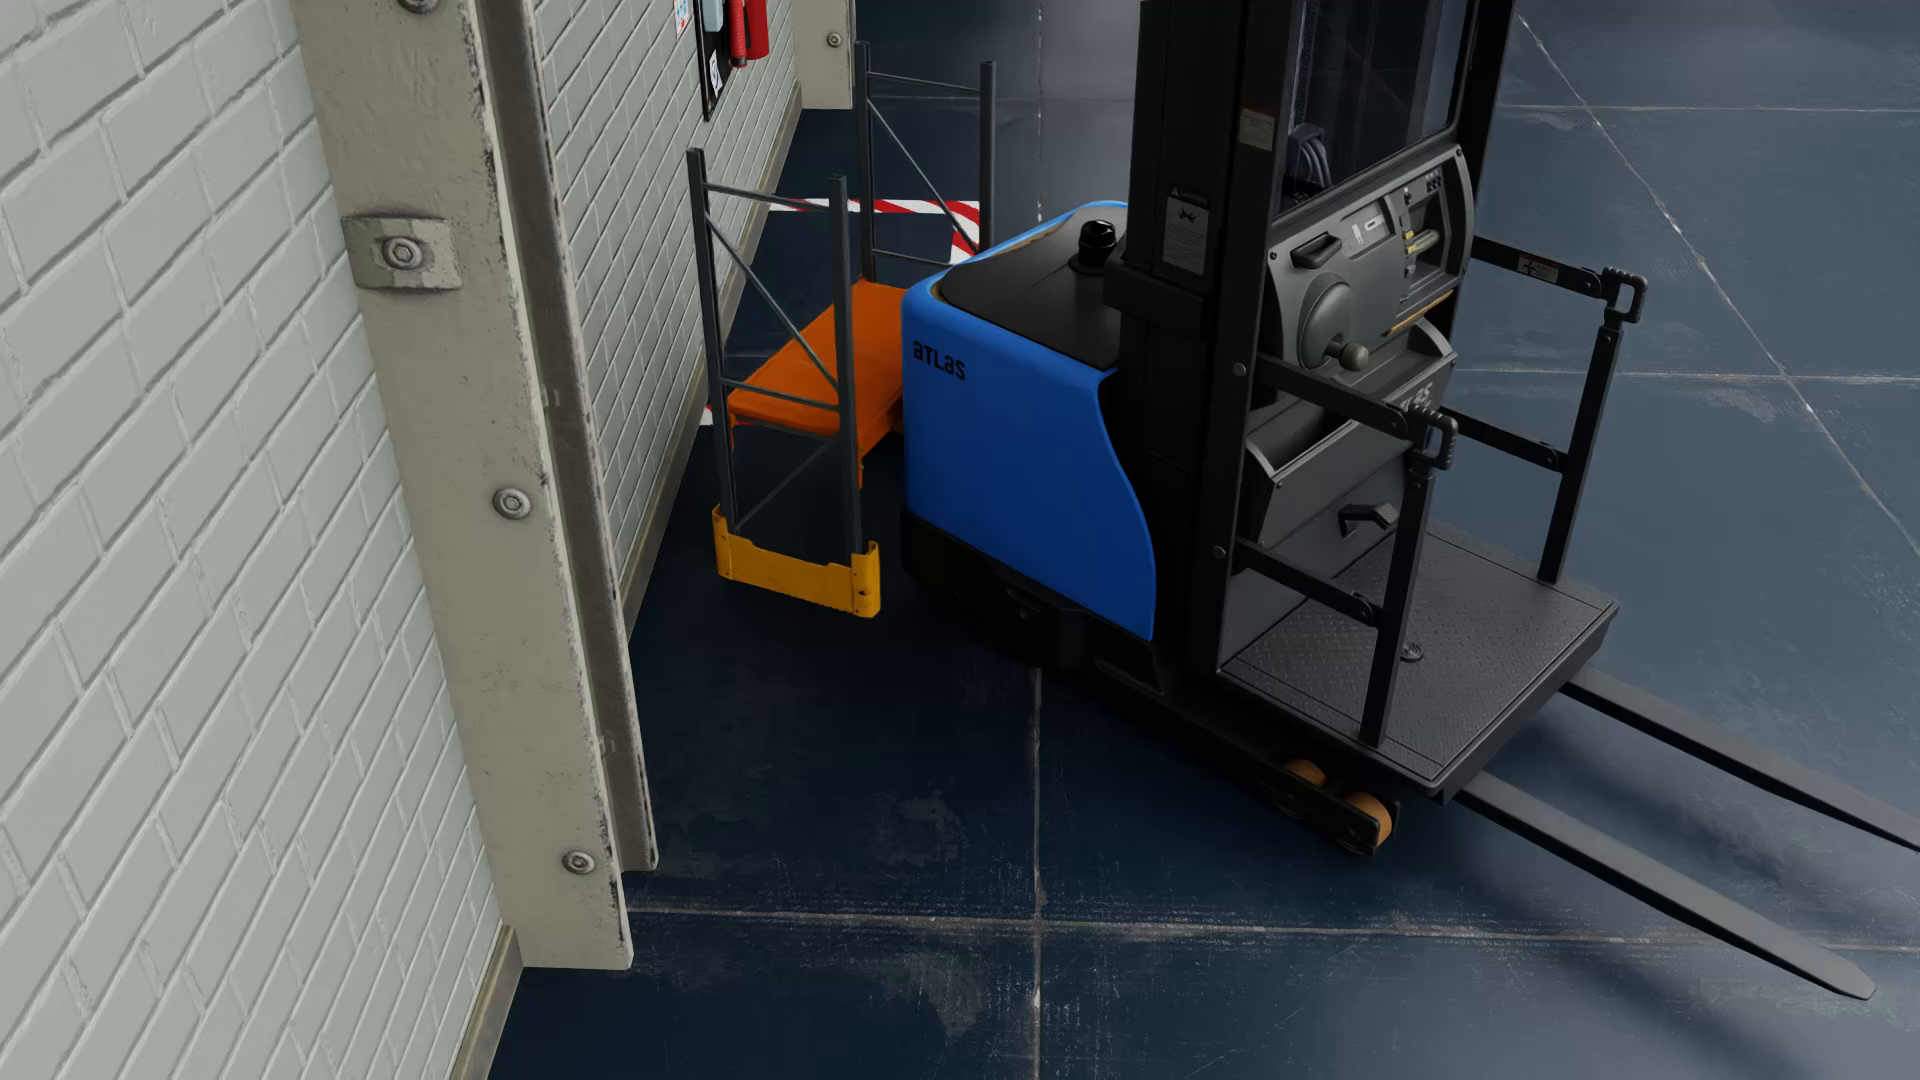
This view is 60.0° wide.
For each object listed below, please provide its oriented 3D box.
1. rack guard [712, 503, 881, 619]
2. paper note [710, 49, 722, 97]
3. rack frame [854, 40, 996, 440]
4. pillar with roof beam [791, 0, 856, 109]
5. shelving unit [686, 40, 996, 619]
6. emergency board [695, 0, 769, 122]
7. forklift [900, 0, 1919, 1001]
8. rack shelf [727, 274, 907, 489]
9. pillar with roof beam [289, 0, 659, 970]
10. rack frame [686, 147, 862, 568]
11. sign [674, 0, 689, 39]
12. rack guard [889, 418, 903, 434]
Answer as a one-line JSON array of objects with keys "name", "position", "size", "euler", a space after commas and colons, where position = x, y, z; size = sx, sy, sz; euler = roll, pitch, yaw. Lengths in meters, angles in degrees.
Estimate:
[{"name": "rack guard", "position": [-0.536, 0.064, 5.442], "size": [0.587, 0.250, 0.087], "euler": [15, 38, 20]}, {"name": "paper note", "position": [-0.954, -1.826, 6.506], "size": [0.016, 0.148, 0.142], "euler": [1, 35, 2]}, {"name": "rack frame", "position": [-0.117, -0.968, 5.823], "size": [0.500, 1.500, 0.032], "euler": [15, 38, 20]}, {"name": "pillar with roof beam", "position": [3.561, -6.061, 6.548], "size": [9.100, 9.000, 0.400], "euler": [1, 35, 2]}, {"name": "shelving unit", "position": [-0.327, -0.707, 5.452], "size": [0.587, 1.500, 1.083], "euler": [15, 38, 20]}, {"name": "emergency board", "position": [-0.878, -2.287, 6.395], "size": [0.194, 1.169, 0.643], "euler": [1, 35, 2]}, {"name": "forklift", "position": [1.225, -0.687, 4.178], "size": [3.031, 2.935, 1.130], "euler": [28, 44, 34]}, {"name": "rack shelf", "position": [-0.331, -0.555, 5.549], "size": [0.538, 0.185, 1.000], "euler": [15, 38, 20]}, {"name": "pillar with roof beam", "position": [3.320, -2.614, 1.643], "size": [9.100, 9.000, 0.400], "euler": [1, 35, 2]}, {"name": "rack frame", "position": [-0.544, -0.437, 5.068], "size": [0.500, 1.500, 0.032], "euler": [15, 38, 20]}, {"name": "sign", "position": [-1.003, -1.986, 5.936], "size": [0.001, 0.329, 0.234], "euler": [1, 35, 2]}, {"name": "rack guard", "position": [-0.118, -0.456, 6.181], "size": [0.587, 0.250, 0.087], "euler": [15, 38, 20]}]
